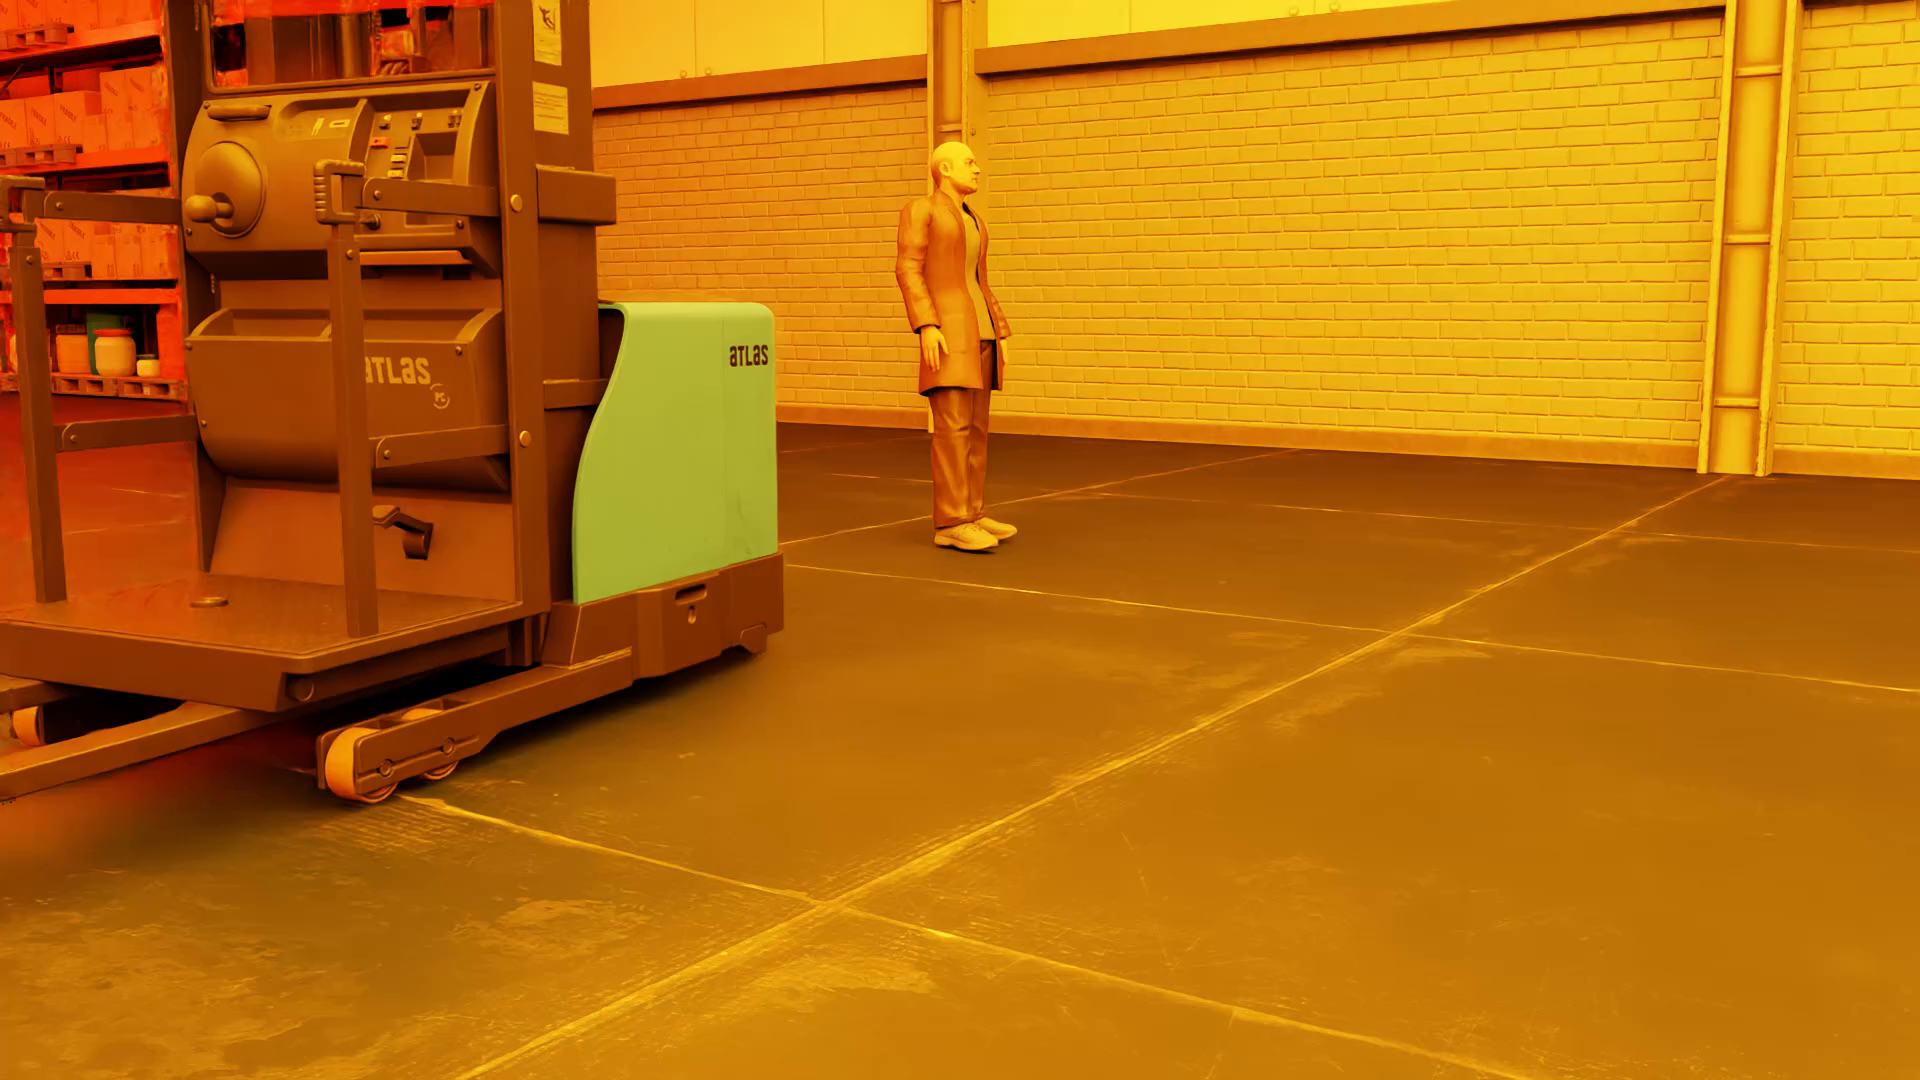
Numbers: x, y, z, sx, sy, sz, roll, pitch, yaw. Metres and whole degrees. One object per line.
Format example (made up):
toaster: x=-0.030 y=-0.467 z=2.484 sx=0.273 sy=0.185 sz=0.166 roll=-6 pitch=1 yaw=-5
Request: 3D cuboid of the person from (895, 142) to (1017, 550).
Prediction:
person: x=0.073 y=-0.879 z=7.423 sx=0.582 sy=1.775 sz=0.696 roll=5 pitch=10 yaw=34

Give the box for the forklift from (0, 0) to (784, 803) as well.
forklift: x=-1.624 y=-0.950 z=3.874 sx=1.130 sy=2.935 sz=3.031 roll=4 pitch=9 yaw=25
